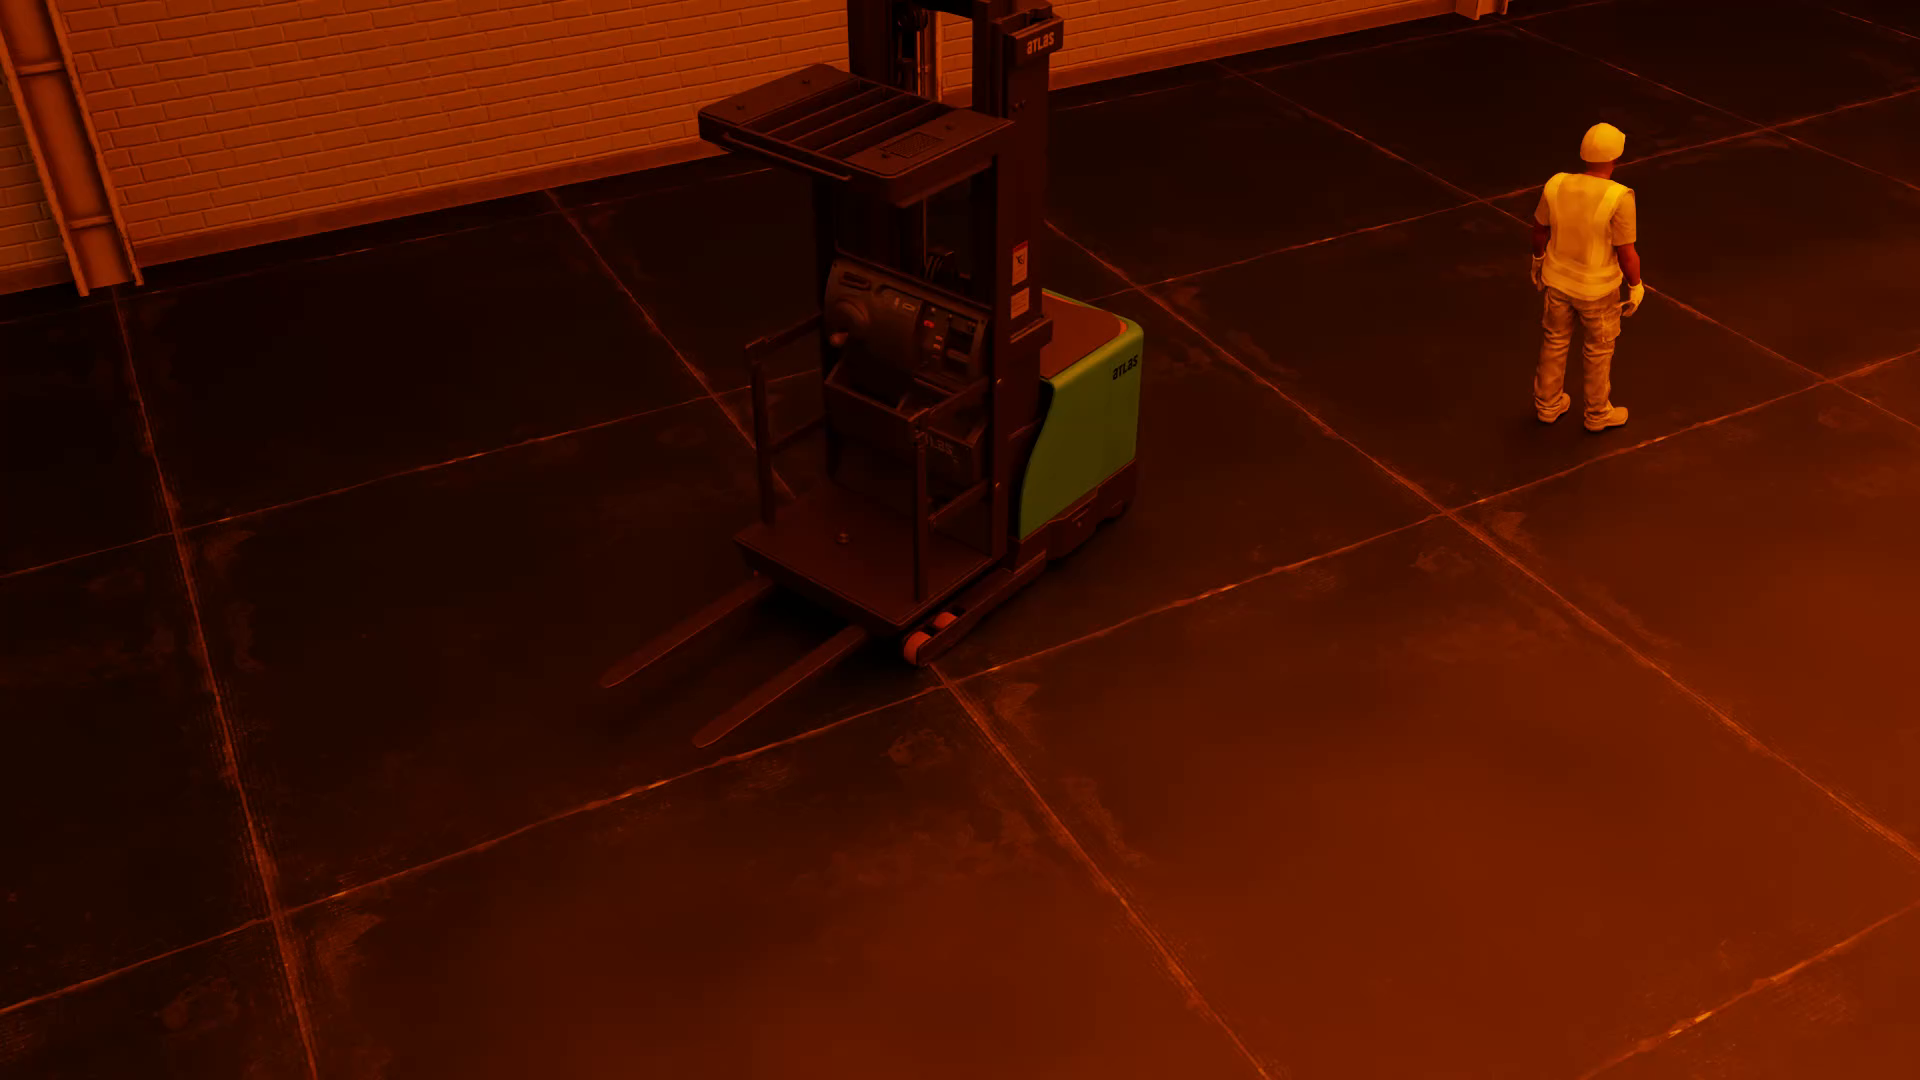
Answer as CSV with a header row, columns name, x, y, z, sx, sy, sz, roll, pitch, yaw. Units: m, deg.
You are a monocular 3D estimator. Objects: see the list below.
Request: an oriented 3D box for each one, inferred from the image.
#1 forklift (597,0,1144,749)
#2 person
name,x,y,z,sx,sy,sz,roll,pitch,yaw
forklift,-0.390,-0.927,7.434,1.130,2.935,3.031,26,43,31
person,3.471,-1.452,9.160,0.575,1.785,0.657,-27,43,-32
